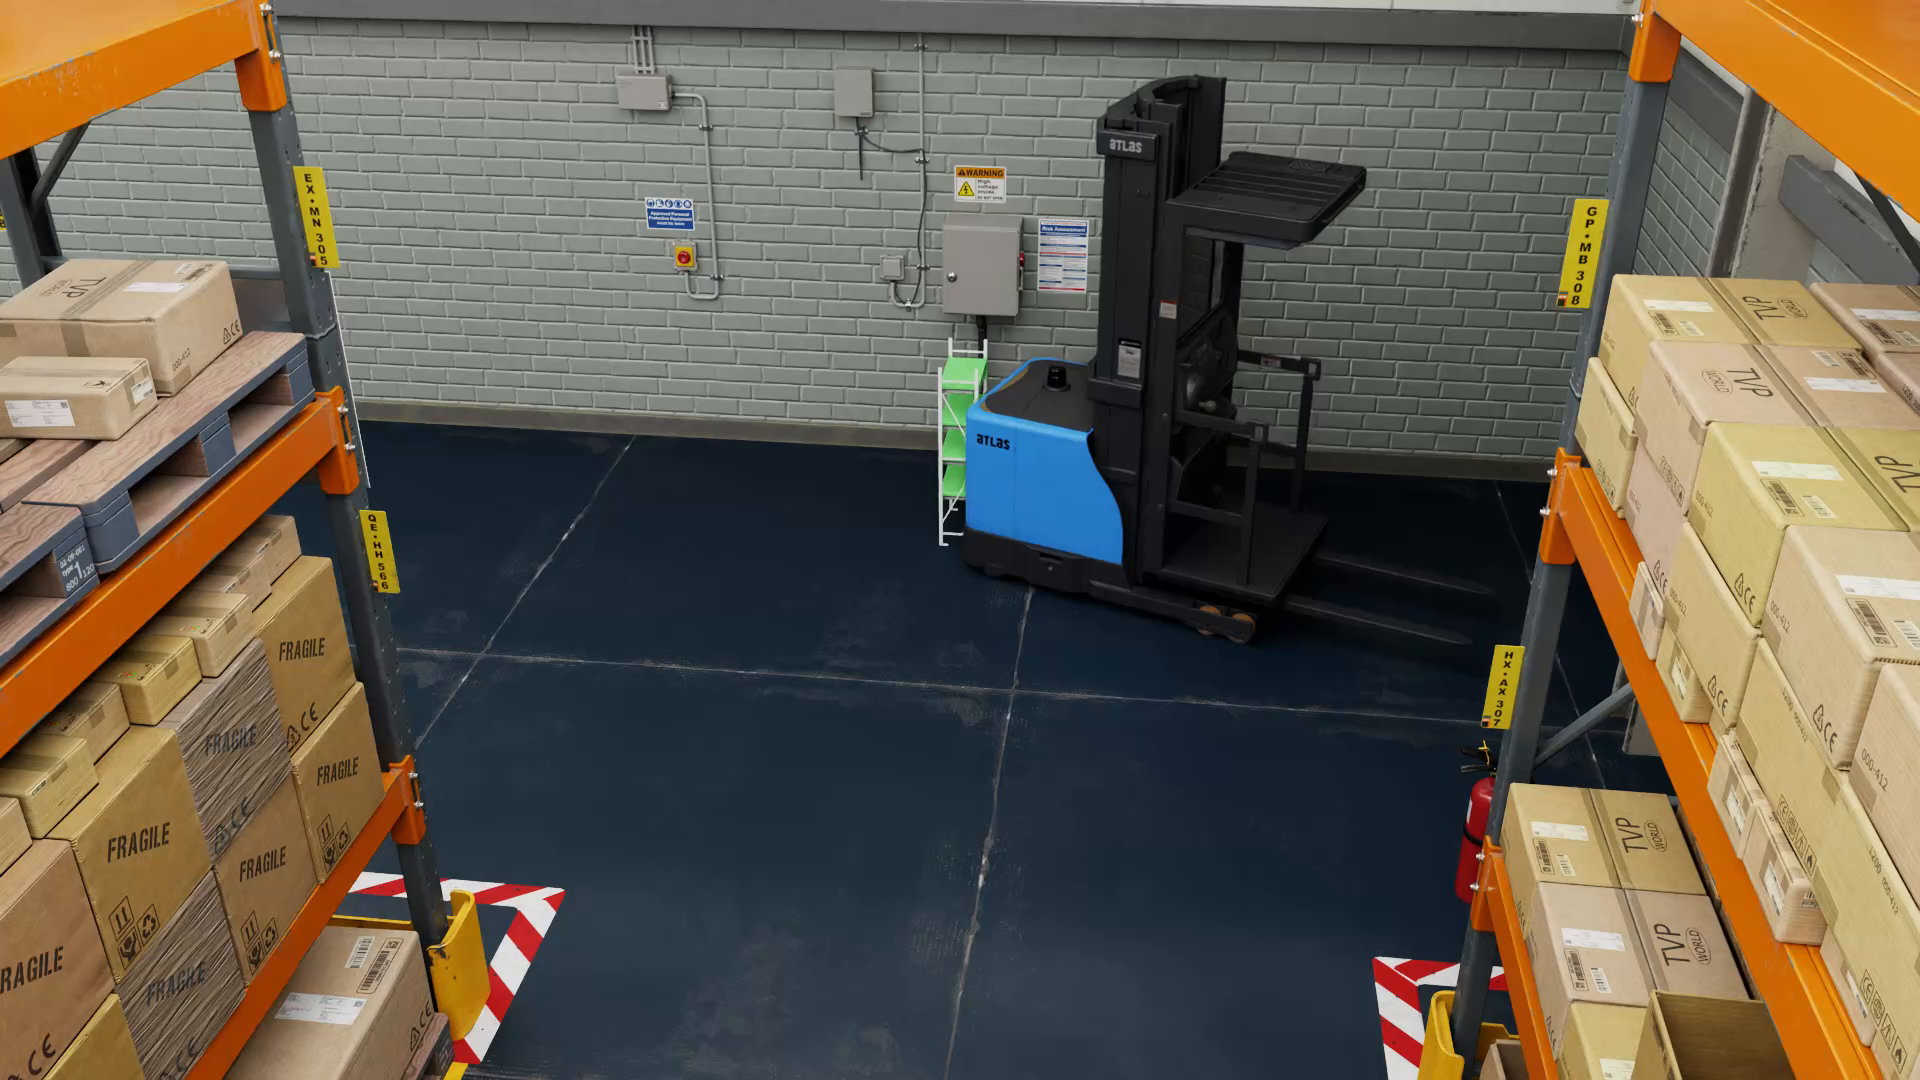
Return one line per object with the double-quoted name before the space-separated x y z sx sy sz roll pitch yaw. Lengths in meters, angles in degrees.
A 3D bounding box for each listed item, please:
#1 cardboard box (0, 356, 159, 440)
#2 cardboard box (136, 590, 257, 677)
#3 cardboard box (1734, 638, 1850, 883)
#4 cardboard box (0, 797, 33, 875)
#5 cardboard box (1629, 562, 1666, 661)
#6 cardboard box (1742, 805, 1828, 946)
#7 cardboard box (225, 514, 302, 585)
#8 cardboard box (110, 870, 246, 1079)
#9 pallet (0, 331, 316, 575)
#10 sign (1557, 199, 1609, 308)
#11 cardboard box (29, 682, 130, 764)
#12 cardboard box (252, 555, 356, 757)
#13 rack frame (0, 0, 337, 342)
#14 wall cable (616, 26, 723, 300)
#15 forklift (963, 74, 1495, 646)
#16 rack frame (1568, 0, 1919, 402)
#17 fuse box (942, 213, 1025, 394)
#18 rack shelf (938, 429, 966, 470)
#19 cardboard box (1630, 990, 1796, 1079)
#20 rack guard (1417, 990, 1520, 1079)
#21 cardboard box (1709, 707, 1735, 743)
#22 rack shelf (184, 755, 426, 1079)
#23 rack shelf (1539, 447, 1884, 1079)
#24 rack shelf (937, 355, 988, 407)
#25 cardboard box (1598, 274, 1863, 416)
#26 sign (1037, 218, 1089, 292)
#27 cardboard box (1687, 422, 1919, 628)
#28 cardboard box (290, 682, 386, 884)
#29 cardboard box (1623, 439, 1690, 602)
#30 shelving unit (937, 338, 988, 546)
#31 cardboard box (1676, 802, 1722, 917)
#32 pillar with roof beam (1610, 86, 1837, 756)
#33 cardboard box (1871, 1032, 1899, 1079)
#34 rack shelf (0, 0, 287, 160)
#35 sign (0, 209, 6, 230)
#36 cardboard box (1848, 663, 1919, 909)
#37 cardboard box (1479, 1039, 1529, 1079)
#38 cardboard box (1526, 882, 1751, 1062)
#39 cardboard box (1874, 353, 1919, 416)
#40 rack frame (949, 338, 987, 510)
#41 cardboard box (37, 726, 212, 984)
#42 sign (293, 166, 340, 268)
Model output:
"cardboard box" -2.511 -0.401 4.678 0.380 0.149 0.250 1 28 2
"cardboard box" -2.374 0.277 5.022 0.380 0.149 0.250 3 28 6
"cardboard box" 1.870 0.439 3.247 0.500 0.250 0.500 3 28 5
"cardboard box" -2.572 0.756 4.133 0.380 0.149 0.250 4 29 8
"cardboard box" 1.896 0.188 4.132 0.380 0.149 0.250 4 29 7
"cardboard box" 1.773 0.666 3.246 0.380 0.149 0.250 4 29 7
"cardboard box" -2.419 0.030 5.481 0.380 0.149 0.250 4 29 7
"cardboard box" -2.500 1.295 4.870 0.500 0.500 0.500 4 29 8
"pallet" -2.654 -0.313 4.891 1.003 0.211 1.213 3 28 6
"sign" 1.815 -0.831 4.838 0.100 0.325 0.005 3 28 6
"cardboard box" -2.548 0.512 4.585 0.380 0.149 0.250 3 28 6
"cardboard box" -2.396 0.375 5.523 0.500 0.500 0.500 4 29 8
"rack frame" -2.574 -2.022 4.808 1.000 3.000 0.127 3 28 6
"wall cable" -1.906 -2.498 10.912 0.585 1.953 0.123 3 28 6
"forklift" 1.570 -0.992 9.292 3.031 2.935 1.130 14 31 24
"rack frame" 2.353 -1.736 4.276 1.000 3.000 0.127 3 28 6
"fuse box" 0.161 -1.279 11.112 0.539 1.711 0.414 3 28 6
"rack shelf" 0.020 -0.550 10.432 0.258 0.148 0.480 3 28 6
"cardboard box" 1.847 1.415 3.808 0.500 0.500 0.500 4 29 7
"rack guard" 2.344 2.042 6.225 1.175 0.500 0.348 3 28 6
"cardboard box" 1.902 0.432 3.680 0.380 0.149 0.250 3 28 6
"rack shelf" -2.819 1.877 4.654 1.077 0.370 4.000 3 28 6
"rack shelf" 2.108 0.843 3.410 1.077 0.370 4.000 3 28 6
"rack shelf" 0.020 -0.972 10.205 0.258 0.148 0.480 3 28 6
"cardboard box" 2.049 -0.506 4.473 0.500 0.250 0.500 3 28 6
"sign" 0.677 -1.873 10.956 0.329 0.494 0.001 3 28 6
"cardboard box" 1.921 -0.030 3.590 0.500 0.250 0.500 3 28 5
"cardboard box" -2.370 0.817 5.757 0.500 0.500 0.500 4 29 6
"cardboard box" 1.986 -0.046 4.148 0.500 0.250 0.500 4 29 7
"shelving unit" 0.020 -0.606 10.402 0.258 1.200 0.503 3 28 6
"cardboard box" 2.560 1.073 5.233 0.500 0.250 0.500 4 29 8
"pillar with roof beam" -0.695 -3.203 6.999 9.100 9.000 0.400 3 28 6
"cardboard box" 1.785 0.912 2.790 0.380 0.149 0.250 4 29 8
"rack shelf" -2.819 -0.588 3.326 1.077 0.370 4.000 3 28 6
"sign" -3.124 -1.156 5.358 0.100 0.325 0.005 3 28 6
"cardboard box" 1.810 0.454 2.692 0.500 0.250 0.500 4 29 7
"cardboard box" 2.184 2.102 5.667 0.797 0.503 0.637 2 28 4
"cardboard box" 1.969 1.276 4.856 0.500 0.250 0.500 4 29 7
"cardboard box" 2.511 -0.230 3.961 0.500 0.250 0.500 3 28 5
"rack frame" 0.050 -0.721 10.615 0.240 1.200 0.015 3 28 6
"cardboard box" -2.495 0.856 4.631 0.500 0.500 0.500 3 28 6
"sign" -2.037 -1.019 5.257 0.100 0.325 0.005 3 28 6
